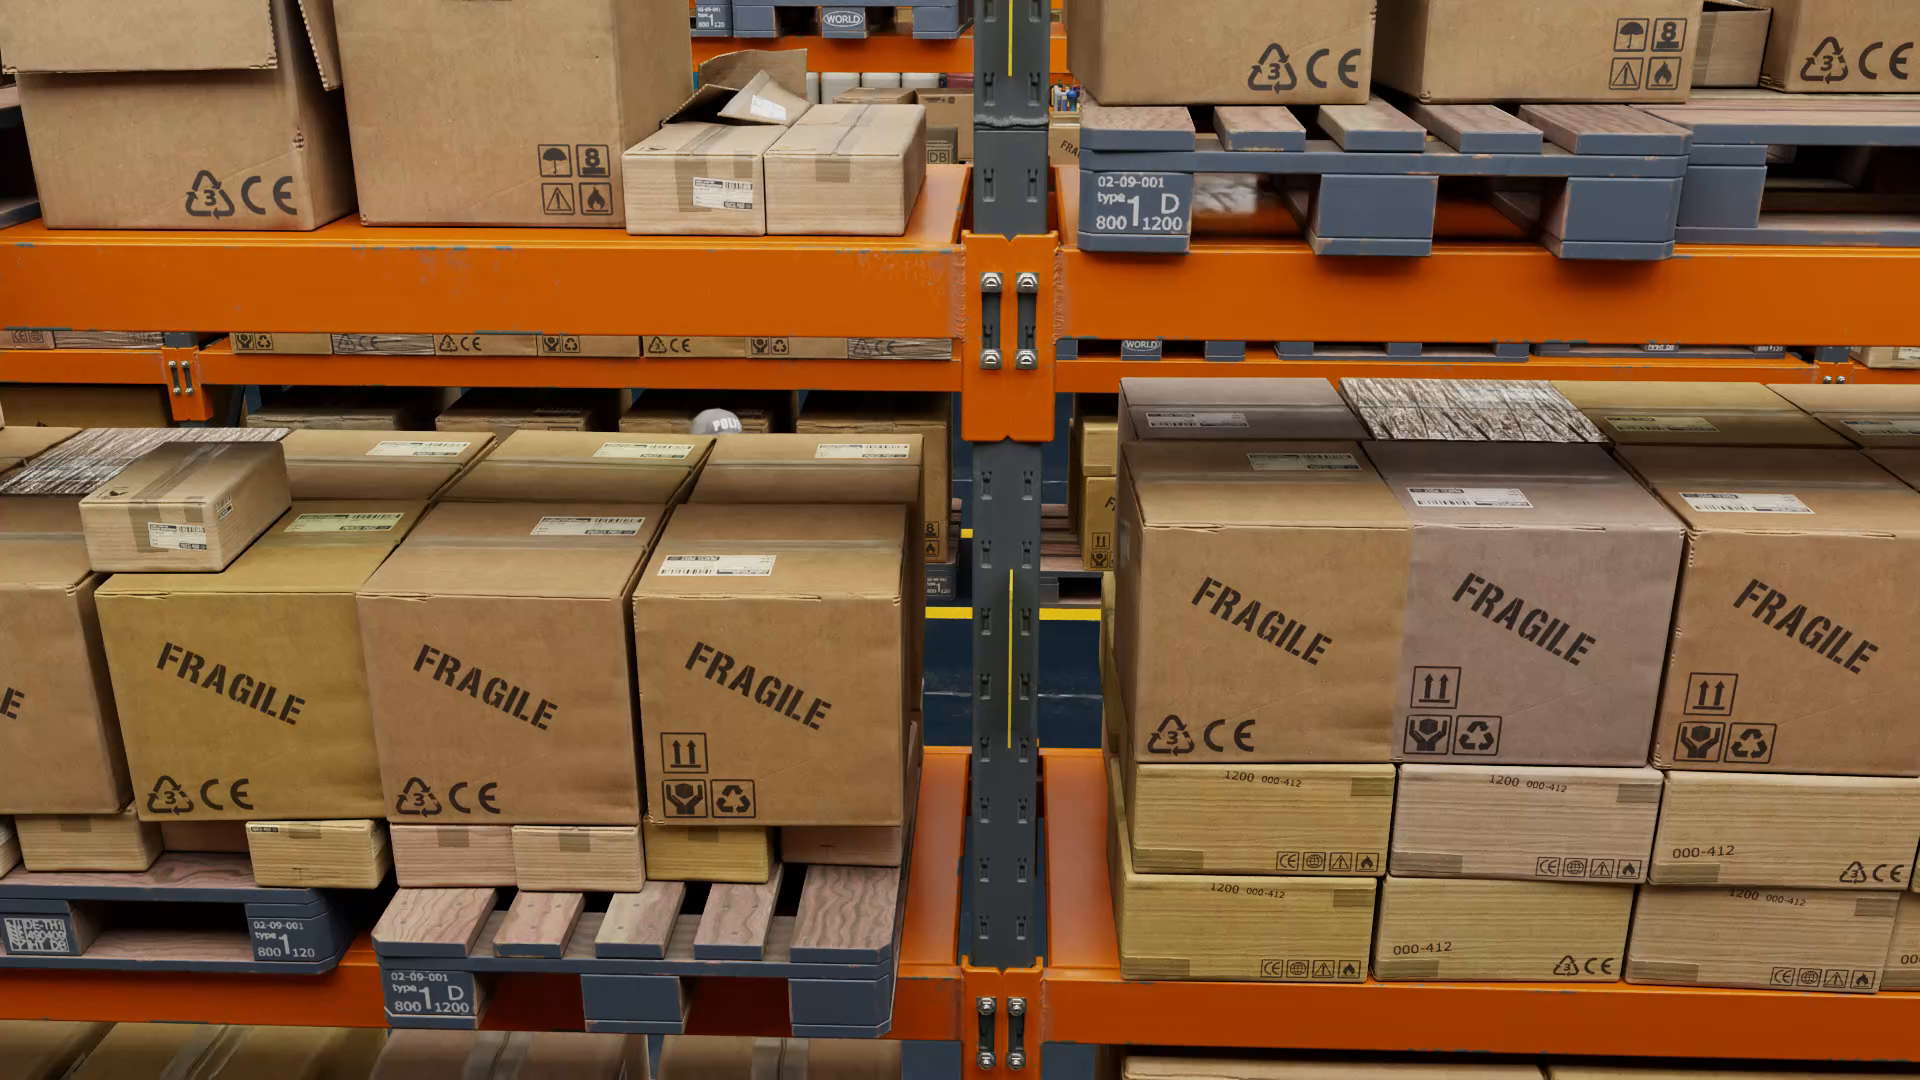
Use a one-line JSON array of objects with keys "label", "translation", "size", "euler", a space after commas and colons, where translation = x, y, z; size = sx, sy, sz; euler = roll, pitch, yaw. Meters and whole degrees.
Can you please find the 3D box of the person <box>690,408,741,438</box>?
[{"label": "person", "translation": [-0.893, 0.329, 6.157], "size": [0.549, 1.674, 0.483], "euler": [-7, 22, -17]}]
